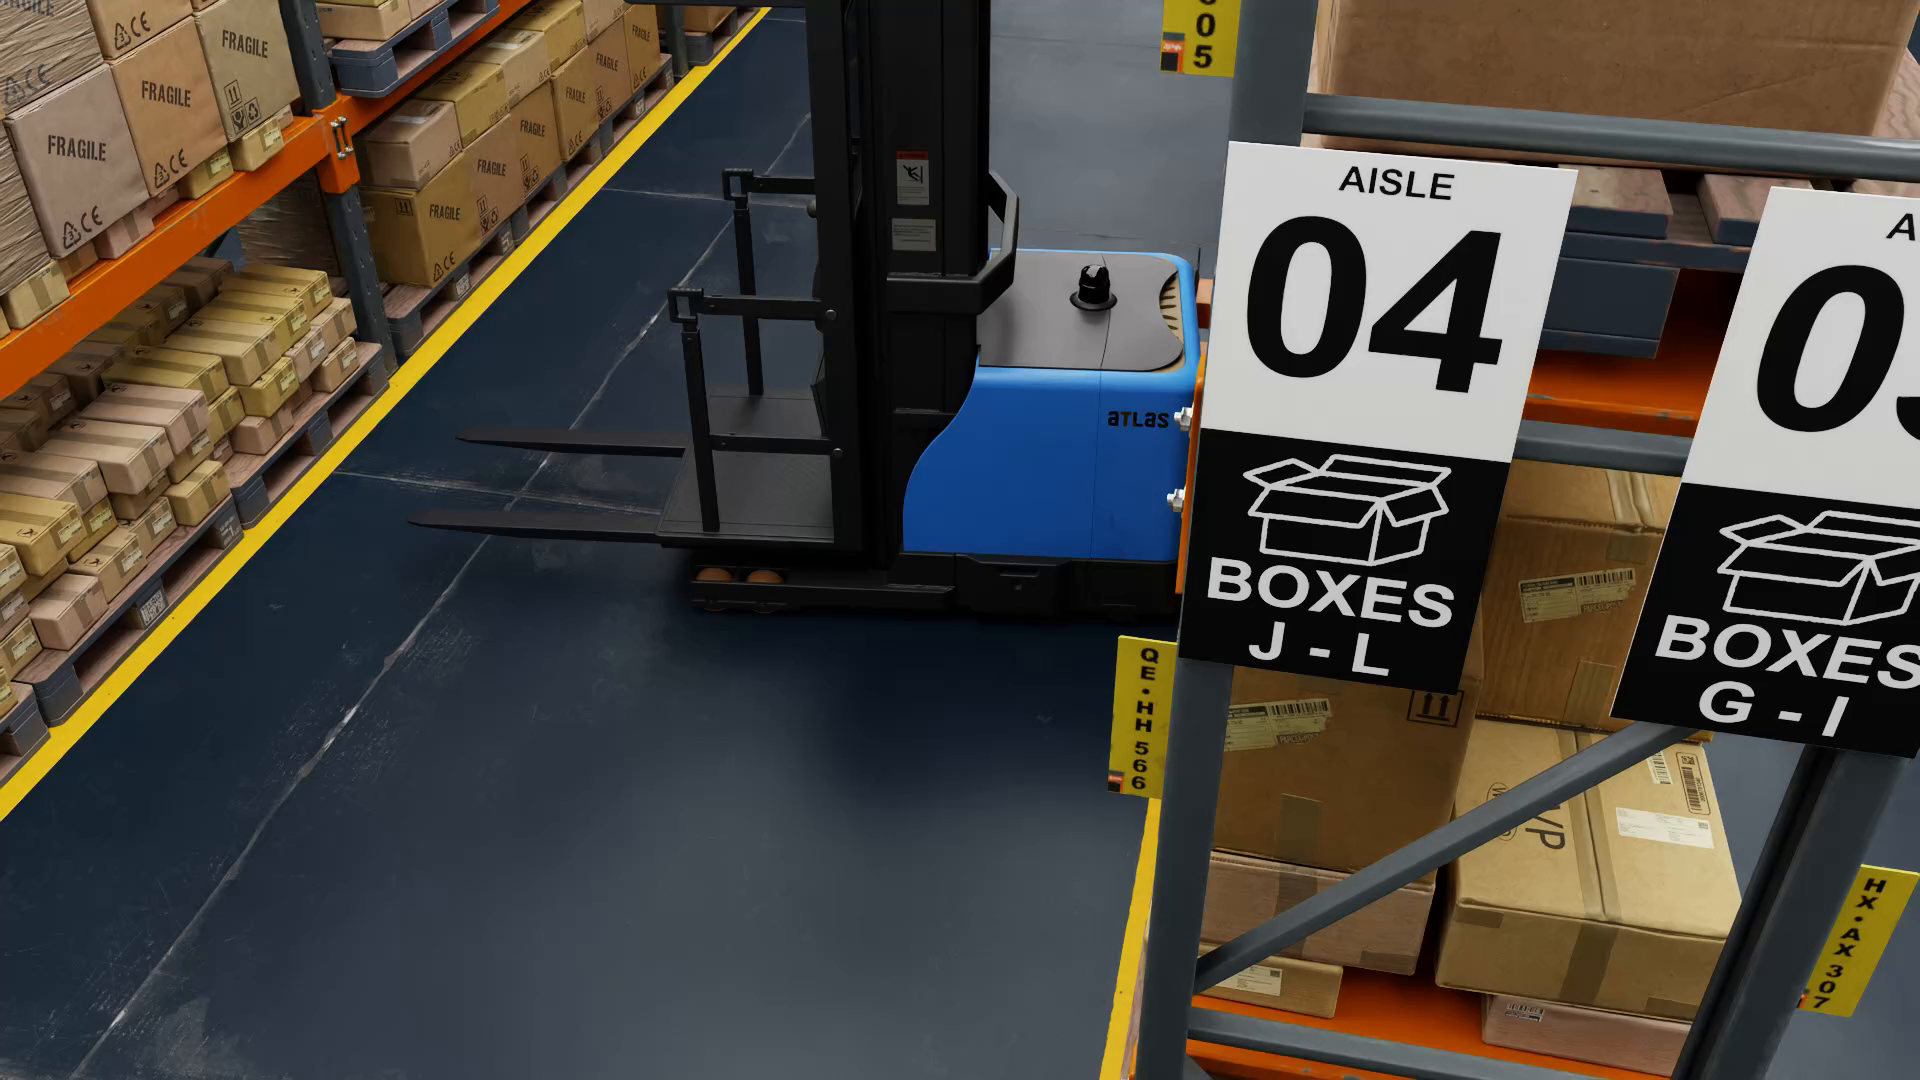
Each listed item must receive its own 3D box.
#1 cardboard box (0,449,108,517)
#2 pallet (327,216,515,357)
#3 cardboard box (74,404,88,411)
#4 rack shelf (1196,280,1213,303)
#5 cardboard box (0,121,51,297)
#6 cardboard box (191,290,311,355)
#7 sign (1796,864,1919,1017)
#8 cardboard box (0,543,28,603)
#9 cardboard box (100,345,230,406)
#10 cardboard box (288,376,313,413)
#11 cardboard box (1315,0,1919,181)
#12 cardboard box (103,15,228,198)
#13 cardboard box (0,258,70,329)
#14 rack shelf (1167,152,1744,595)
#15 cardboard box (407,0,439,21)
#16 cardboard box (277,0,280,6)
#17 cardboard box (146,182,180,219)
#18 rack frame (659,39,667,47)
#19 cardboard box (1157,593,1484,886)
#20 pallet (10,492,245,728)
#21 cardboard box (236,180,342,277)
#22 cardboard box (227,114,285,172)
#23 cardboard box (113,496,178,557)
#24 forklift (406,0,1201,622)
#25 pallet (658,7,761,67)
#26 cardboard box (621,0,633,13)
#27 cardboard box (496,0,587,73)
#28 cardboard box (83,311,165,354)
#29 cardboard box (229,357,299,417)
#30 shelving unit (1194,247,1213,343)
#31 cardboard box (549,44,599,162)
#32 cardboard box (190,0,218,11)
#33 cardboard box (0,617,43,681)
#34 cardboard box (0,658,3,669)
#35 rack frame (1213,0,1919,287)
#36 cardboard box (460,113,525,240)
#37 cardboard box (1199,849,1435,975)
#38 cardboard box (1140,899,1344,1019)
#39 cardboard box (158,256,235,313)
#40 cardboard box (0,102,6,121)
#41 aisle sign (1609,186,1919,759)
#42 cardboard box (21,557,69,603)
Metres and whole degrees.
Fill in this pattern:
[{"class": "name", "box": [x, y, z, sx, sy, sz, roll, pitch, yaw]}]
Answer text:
[{"class": "cardboard box", "box": [-3.341, -0.182, 6.010, 0.380, 0.149, 0.250, 7, 37, 10]}, {"class": "pallet", "box": [-2.988, -1.366, 8.454, 1.003, 0.211, 1.213, 7, 37, 10]}, {"class": "cardboard box", "box": [-3.586, -0.562, 6.787, 0.380, 0.149, 0.250, 6, 36, 8]}, {"class": "rack shelf", "box": [1.049, -0.938, 6.566, 0.229, 0.087, 0.184, 6, 37, 9]}, {"class": "cardboard box", "box": [-3.332, -1.021, 5.264, 0.500, 0.500, 0.500, 6, 36, 9]}, {"class": "cardboard box", "box": [-2.990, -0.917, 7.023, 0.380, 0.149, 0.250, 8, 37, 11]}, {"class": "sign", "box": [1.358, 0.615, 2.540, 0.100, 0.325, 0.005, 7, 37, 10]}, {"class": "cardboard box", "box": [-3.402, 0.119, 5.595, 0.380, 0.149, 0.250, 9, 37, 12]}, {"class": "cardboard box", "box": [-3.168, -0.634, 6.633, 0.380, 0.149, 0.250, 8, 37, 11]}, {"class": "cardboard box", "box": [-3.041, -0.658, 7.173, 0.380, 0.149, 0.250, 8, 37, 11]}, {"class": "cardboard box", "box": [0.876, -0.846, 2.277, 0.700, 0.500, 0.500, 5, 36, 7]}, {"class": "cardboard box", "box": [-3.092, -1.599, 6.061, 0.500, 0.500, 0.500, 6, 36, 9]}, {"class": "cardboard box", "box": [-3.248, -0.848, 5.578, 0.380, 0.149, 0.250, 8, 37, 11]}, {"class": "rack shelf", "box": [1.244, -1.145, 3.831, 1.077, 0.370, 4.000, 7, 37, 10]}, {"class": "cardboard box", "box": [-2.565, -2.444, 7.423, 0.380, 0.149, 0.250, 8, 37, 11]}, {"class": "cardboard box", "box": [-3.206, -2.518, 7.525, 0.380, 0.149, 0.250, 8, 37, 10]}, {"class": "cardboard box", "box": [-3.171, -1.307, 6.212, 0.380, 0.149, 0.250, 6, 36, 9]}, {"class": "rack frame", "box": [-2.295, -4.341, 10.183, 0.949, 2.616, 0.053, 7, 37, 10]}, {"class": "cardboard box", "box": [0.664, 0.249, 3.086, 0.500, 0.500, 0.500, 8, 37, 11]}, {"class": "pallet", "box": [-3.520, 0.172, 6.333, 1.003, 0.211, 1.213, 7, 37, 10]}, {"class": "cardboard box", "box": [-3.241, -1.662, 8.259, 0.500, 0.500, 0.500, 7, 36, 9]}, {"class": "cardboard box", "box": [-2.933, -1.592, 6.605, 0.380, 0.149, 0.250, 6, 36, 9]}, {"class": "cardboard box", "box": [-3.246, -0.062, 6.351, 0.380, 0.149, 0.250, 8, 37, 11]}, {"class": "forklift", "box": [-0.626, -1.213, 5.926, 3.031, 2.935, 1.130, 2, 36, 3]}, {"class": "pallet", "box": [-2.056, -3.655, 11.613, 1.003, 0.211, 1.213, 7, 37, 10]}, {"class": "cardboard box", "box": [-2.188, -3.378, 9.988, 0.500, 0.250, 0.500, 6, 36, 9]}, {"class": "cardboard box", "box": [-2.409, -2.798, 9.187, 0.500, 0.250, 0.500, 8, 37, 11]}, {"class": "cardboard box", "box": [-3.551, -0.832, 6.906, 0.380, 0.149, 0.250, 7, 36, 9]}, {"class": "cardboard box", "box": [-2.995, -0.651, 6.911, 0.380, 0.149, 0.250, 6, 36, 8]}, {"class": "shelving unit", "box": [1.052, -0.664, 6.769, 0.252, 1.050, 0.215, 6, 37, 9]}, {"class": "cardboard box", "box": [-2.395, -2.487, 9.397, 0.500, 0.500, 0.500, 6, 36, 8]}, {"class": "cardboard box", "box": [-2.989, -2.311, 6.191, 0.500, 0.500, 0.500, 6, 36, 8]}, {"class": "cardboard box", "box": [-3.437, 0.375, 5.749, 0.380, 0.149, 0.250, 7, 37, 10]}, {"class": "cardboard box", "box": [-3.404, 0.406, 5.452, 0.380, 0.149, 0.250, 8, 37, 11]}, {"class": "rack frame", "box": [0.817, -1.504, 1.158, 1.000, 3.000, 0.127, 7, 37, 10]}, {"class": "cardboard box", "box": [-2.624, -1.900, 8.588, 0.500, 0.500, 0.500, 9, 37, 12]}, {"class": "cardboard box", "box": [0.661, 0.554, 3.304, 0.500, 0.250, 0.500, 7, 36, 9]}, {"class": "cardboard box", "box": [0.571, 0.781, 3.331, 0.380, 0.149, 0.250, 8, 37, 11]}, {"class": "cardboard box", "box": [-3.428, -1.133, 7.322, 0.380, 0.149, 0.250, 9, 37, 12]}, {"class": "cardboard box", "box": [-3.312, -1.423, 4.967, 0.500, 0.500, 0.500, 6, 36, 8]}, {"class": "aisle sign", "box": [1.095, -0.049, 2.046, 0.394, 0.787, 0.004, 7, 37, 10]}, {"class": "cardboard box", "box": [-3.423, 0.081, 5.900, 0.380, 0.149, 0.250, 9, 37, 12]}]
